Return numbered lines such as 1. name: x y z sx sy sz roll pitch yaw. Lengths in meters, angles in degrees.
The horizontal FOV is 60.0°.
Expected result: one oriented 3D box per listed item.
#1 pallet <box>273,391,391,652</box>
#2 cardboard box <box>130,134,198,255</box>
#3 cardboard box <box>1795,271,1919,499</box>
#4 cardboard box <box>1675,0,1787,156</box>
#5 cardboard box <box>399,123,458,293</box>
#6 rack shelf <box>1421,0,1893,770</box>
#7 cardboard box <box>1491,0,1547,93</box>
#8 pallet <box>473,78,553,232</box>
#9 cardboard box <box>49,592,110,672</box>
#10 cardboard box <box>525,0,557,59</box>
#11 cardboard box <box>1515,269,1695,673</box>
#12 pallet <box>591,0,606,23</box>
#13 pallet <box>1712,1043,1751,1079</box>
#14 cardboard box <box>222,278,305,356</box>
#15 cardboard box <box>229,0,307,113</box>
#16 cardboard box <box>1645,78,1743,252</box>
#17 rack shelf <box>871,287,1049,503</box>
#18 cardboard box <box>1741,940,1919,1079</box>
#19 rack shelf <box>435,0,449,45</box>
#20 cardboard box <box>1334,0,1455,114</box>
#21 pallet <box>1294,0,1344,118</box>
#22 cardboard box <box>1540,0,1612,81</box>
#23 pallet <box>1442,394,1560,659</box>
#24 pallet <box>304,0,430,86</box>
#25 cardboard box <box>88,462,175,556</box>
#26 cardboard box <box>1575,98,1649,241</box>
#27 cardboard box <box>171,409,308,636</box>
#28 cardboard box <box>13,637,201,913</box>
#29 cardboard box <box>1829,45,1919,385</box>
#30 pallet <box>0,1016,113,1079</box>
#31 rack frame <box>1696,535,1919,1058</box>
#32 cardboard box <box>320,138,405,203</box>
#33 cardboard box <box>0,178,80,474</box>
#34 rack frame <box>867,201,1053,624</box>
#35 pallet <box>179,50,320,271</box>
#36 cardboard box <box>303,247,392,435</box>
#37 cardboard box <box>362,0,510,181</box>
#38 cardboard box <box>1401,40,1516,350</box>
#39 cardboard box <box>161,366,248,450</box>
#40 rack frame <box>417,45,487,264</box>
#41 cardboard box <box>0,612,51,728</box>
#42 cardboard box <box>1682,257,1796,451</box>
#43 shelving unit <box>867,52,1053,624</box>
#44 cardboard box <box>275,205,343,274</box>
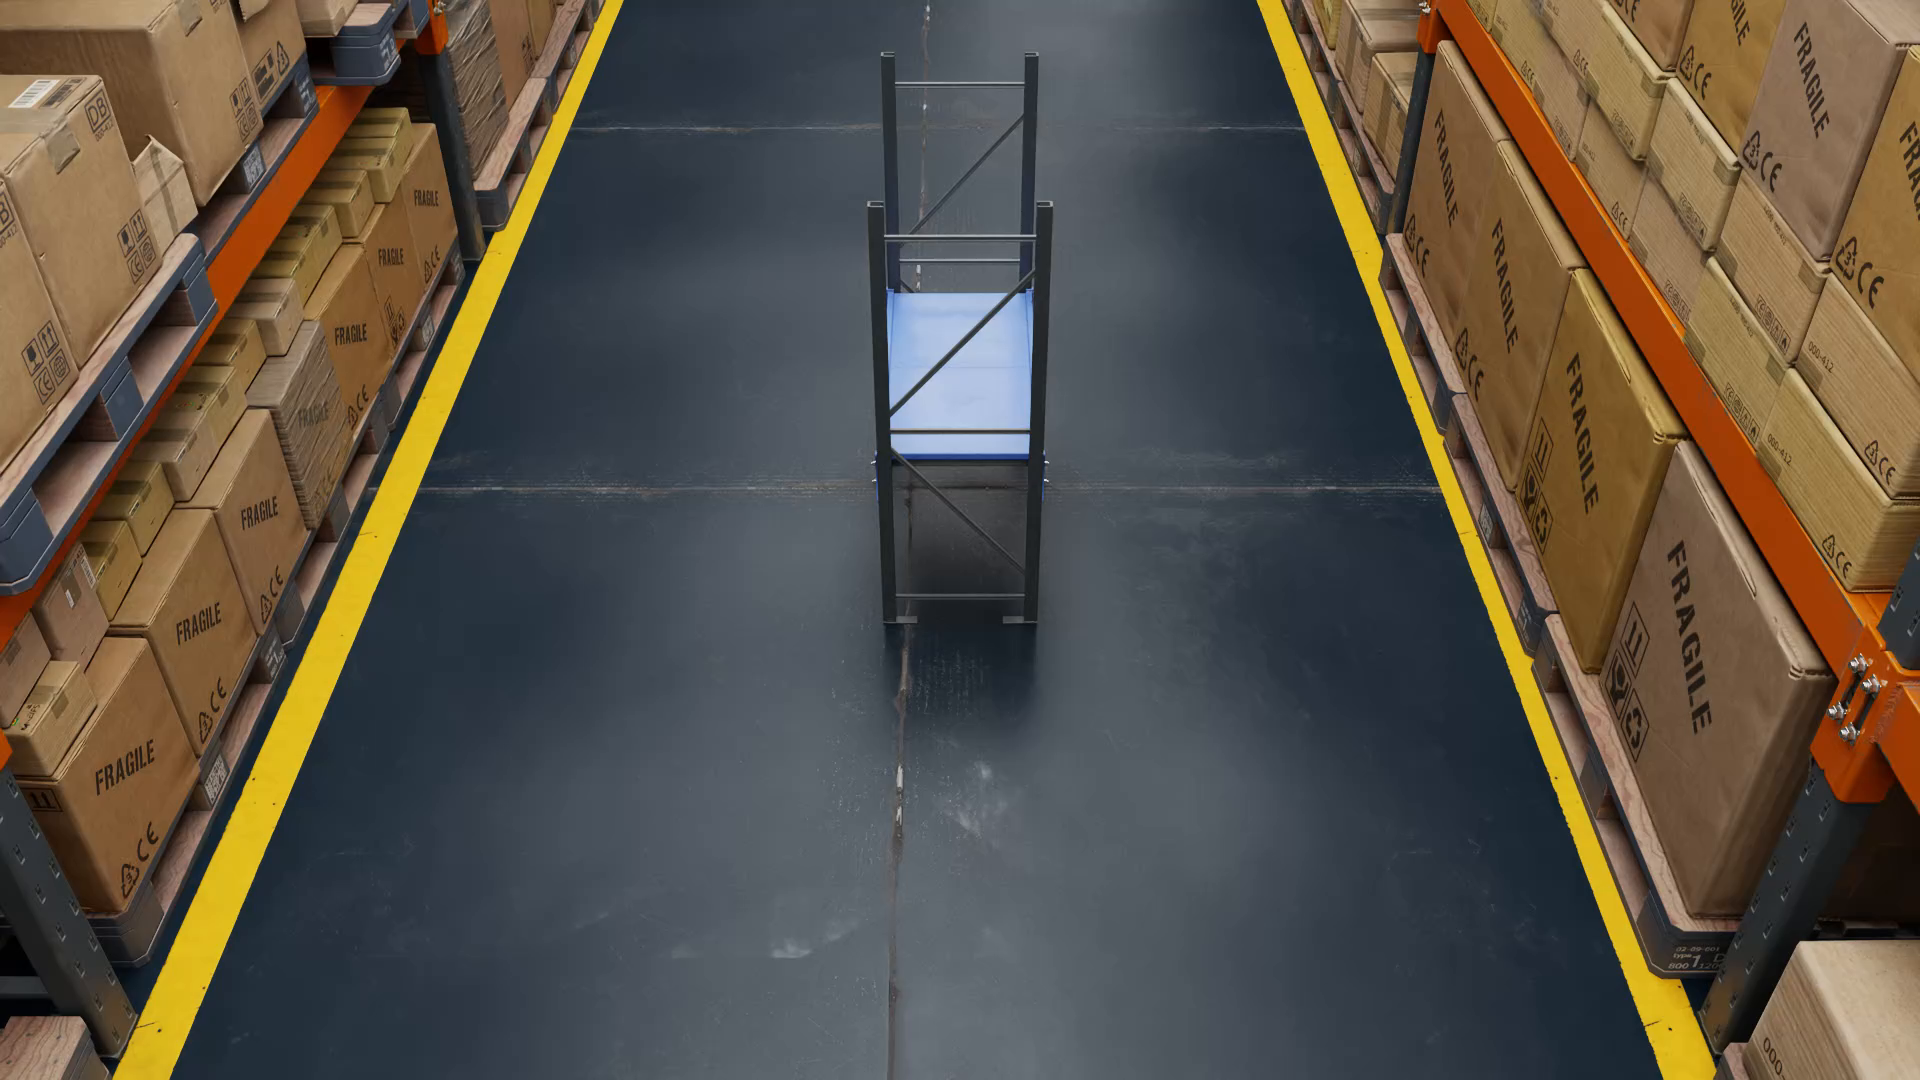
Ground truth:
1. pallet: -2.630 -0.100 5.706 1.003 0.211 1.213 0 39 0
2. cardboard box: -2.205 -0.895 4.240 0.396 0.266 0.258 2 39 2
3. cardboard box: 2.133 -0.332 3.486 0.500 0.250 0.500 0 39 0
4. cardboard box: 2.136 -1.269 4.056 0.500 0.500 0.500 1 39 1
5. cardboard box: -2.376 -1.340 6.686 0.500 0.500 0.500 1 39 1
6. rack shelf: 2.374 -0.890 5.038 1.077 0.370 4.000 0 39 0
7. cardboard box: 2.139 -1.736 5.637 0.500 0.250 0.500 -1 39 -1
8. pallet: -2.554 -1.842 7.880 1.003 0.211 1.213 0 39 0
9. cardboard box: -2.399 0.246 4.188 0.380 0.149 0.250 -1 39 -1
10. cardboard box: -2.588 -2.873 8.499 0.875 0.625 0.625 -2 39 -2
11. cardboard box: 2.287 -0.208 4.974 0.875 0.875 0.875 1 39 1
12. pallet: -2.557 -3.368 9.784 1.003 0.211 1.213 0 39 0
13. pallet: 2.299 1.643 3.530 1.003 0.211 1.213 0 39 0
14. cardboard box: -2.364 -0.719 5.393 0.380 0.149 0.250 -2 39 -2
15. cardboard box: -2.405 -1.599 4.929 0.797 0.503 0.637 -1 39 -1
16. cardboard box: 2.118 -0.969 4.280 0.500 0.250 0.500 1 39 1
17. rack shelf: 0.000 -0.498 5.460 0.538 0.185 1.000 0 39 0
18. cardboard box: 2.270 1.308 3.432 0.875 0.438 0.875 -1 39 -1
19. rack shelf: -2.594 -3.386 8.152 1.077 0.370 4.000 0 39 0
20. cardboard box: 2.372 -2.375 8.080 0.950 0.372 0.625 -1 39 -1
21. pallet: 2.374 -2.583 8.805 1.003 0.211 1.213 0 39 0
22. cardboard box: 2.113 -1.606 5.076 0.500 0.250 0.500 0 39 0
23. pallet: 2.296 -0.079 5.680 1.003 0.211 1.213 0 39 0
24. pallet: -2.521 -1.917 5.897 1.213 0.211 1.003 0 39 0
25. cardboard box: -2.425 -0.085 4.602 0.380 0.149 0.250 -1 39 -1
26. cardboard box: 2.138 -1.099 4.843 0.500 0.250 0.500 0 39 0
27. cardboard box: -2.369 -0.051 5.078 0.500 0.500 0.500 -1 39 -1
28. cardboard box: -2.363 0.595 4.273 0.500 0.500 0.500 2 39 2
29. cardboard box: 2.125 -0.629 3.256 0.500 0.500 0.500 1 39 1
30. pallet: -2.587 1.603 3.581 1.003 0.211 1.213 0 39 0
31. rack frame: 2.377 0.080 3.252 1.000 3.000 0.127 0 39 0
32. cardboard box: -2.307 -1.378 6.215 0.380 0.149 0.250 -2 39 -2
33. cardboard box: -2.364 -0.420 3.460 0.700 0.500 0.500 1 39 1
34. rack frame: 0.000 -0.321 4.951 0.500 1.500 0.032 0 39 0
35. pallet: -2.585 -1.125 4.908 1.003 0.211 1.213 0 39 0
36. cardboard box: -2.383 -0.700 5.888 0.500 0.500 0.500 2 39 2
37. cardboard box: -2.579 -2.043 7.464 0.875 0.625 0.625 1 39 1
38. cardboard box: 2.290 -1.324 6.367 0.875 0.875 0.875 0 39 0
39. cardboard box: -2.386 -0.397 4.991 0.380 0.149 0.250 1 39 2
40. rack frame: -2.592 -2.416 6.366 1.000 3.000 0.127 0 39 0
41. cardboard box: -2.382 0.304 3.879 0.380 0.149 0.250 -1 39 -1
42. cardboard box: 2.124 -0.461 4.046 0.500 0.250 0.500 -1 39 -1
43. shelving unit: 0.000 -0.639 5.348 0.538 1.500 1.048 0 39 0
44. cardboard box: -2.396 -1.048 5.804 0.380 0.149 0.250 1 39 1
